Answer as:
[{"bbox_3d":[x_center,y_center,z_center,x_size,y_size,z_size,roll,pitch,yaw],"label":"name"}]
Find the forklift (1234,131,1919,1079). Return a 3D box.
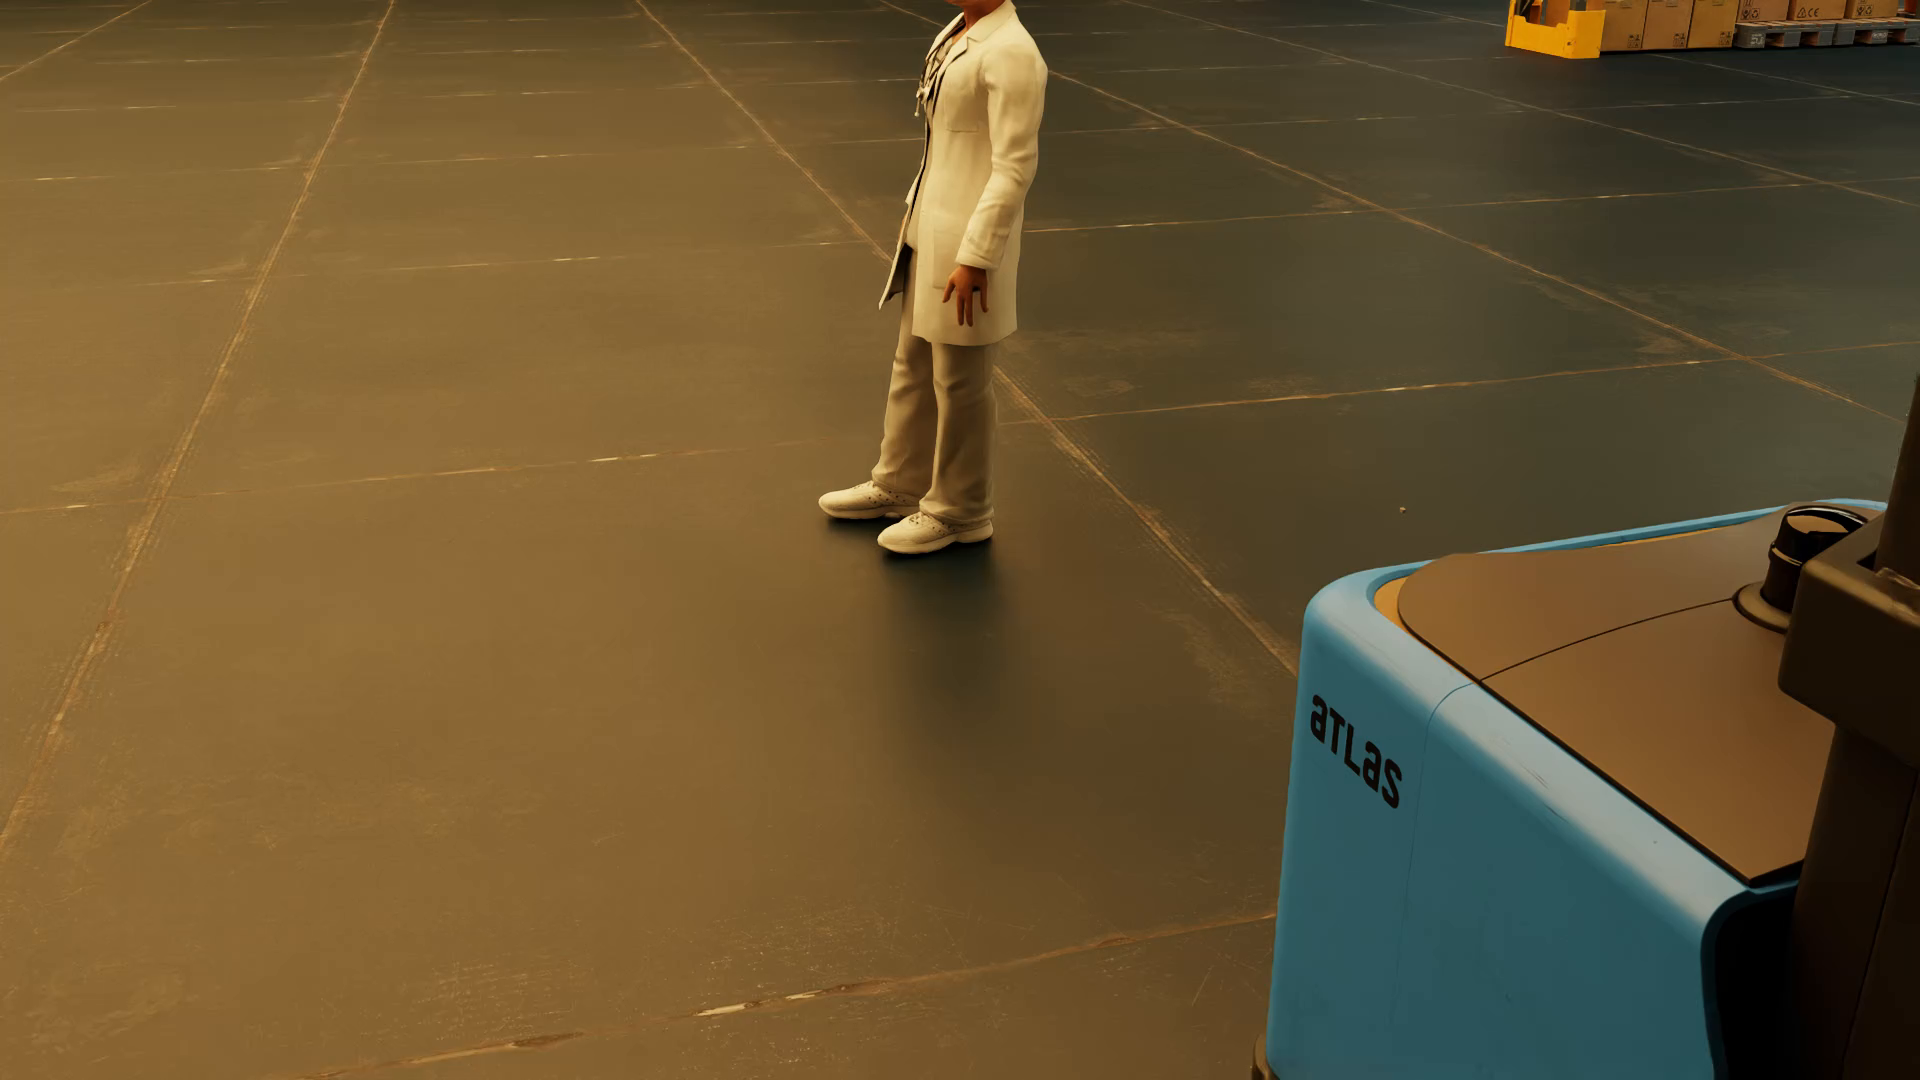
[{"bbox_3d":[1.383,0.152,0.955,1.130,2.935,3.031,-8,24,-18],"label":"forklift"}]

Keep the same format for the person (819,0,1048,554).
[{"bbox_3d":[-0.089,-0.817,4.683,0.578,1.778,0.696,-6,24,-14],"label":"person"}]
